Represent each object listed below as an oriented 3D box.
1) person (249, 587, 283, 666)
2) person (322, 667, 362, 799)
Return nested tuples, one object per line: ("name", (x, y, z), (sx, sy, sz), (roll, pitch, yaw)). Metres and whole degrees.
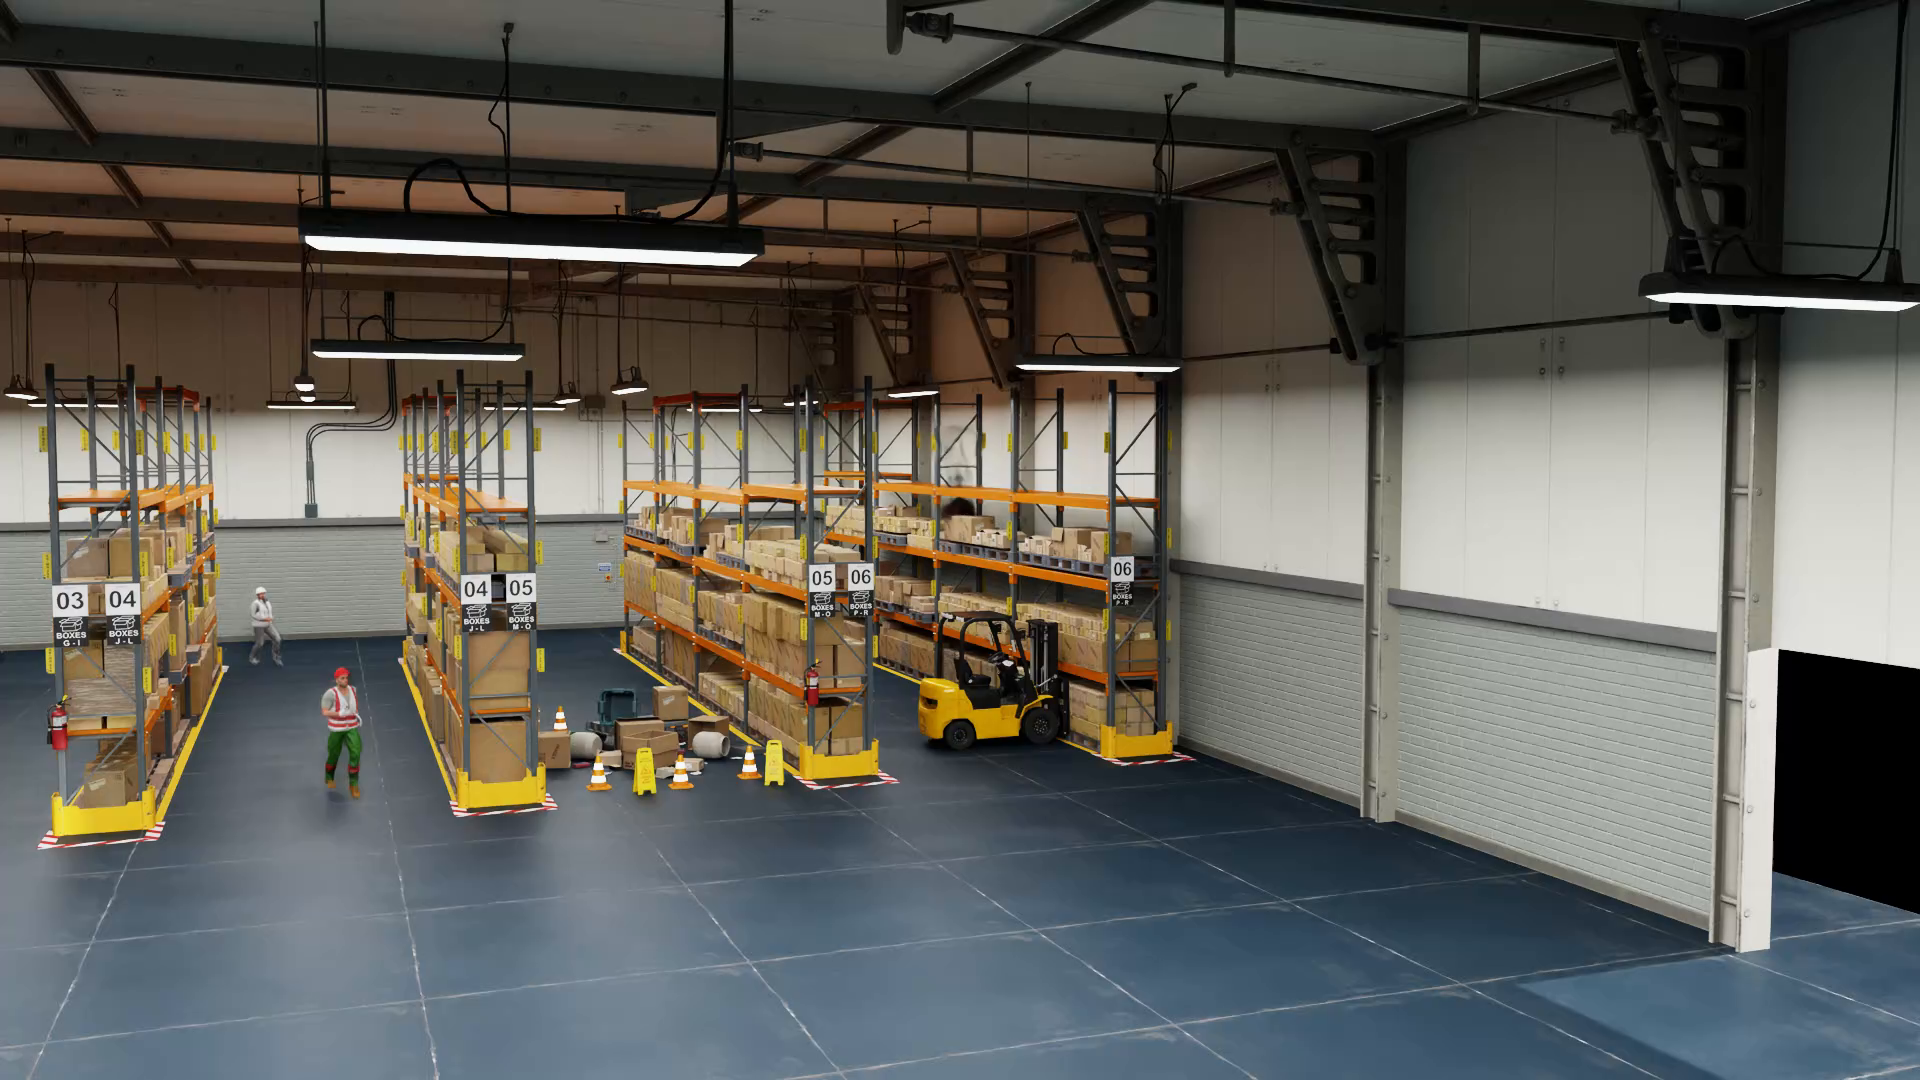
("person", (-15.636, 1.951, 37.288), (0.754, 1.812, 0.661), (1, 4, 22))
("person", (-8.761, 2.717, 23.591), (0.646, 1.840, 0.886), (-3, 5, -42))
